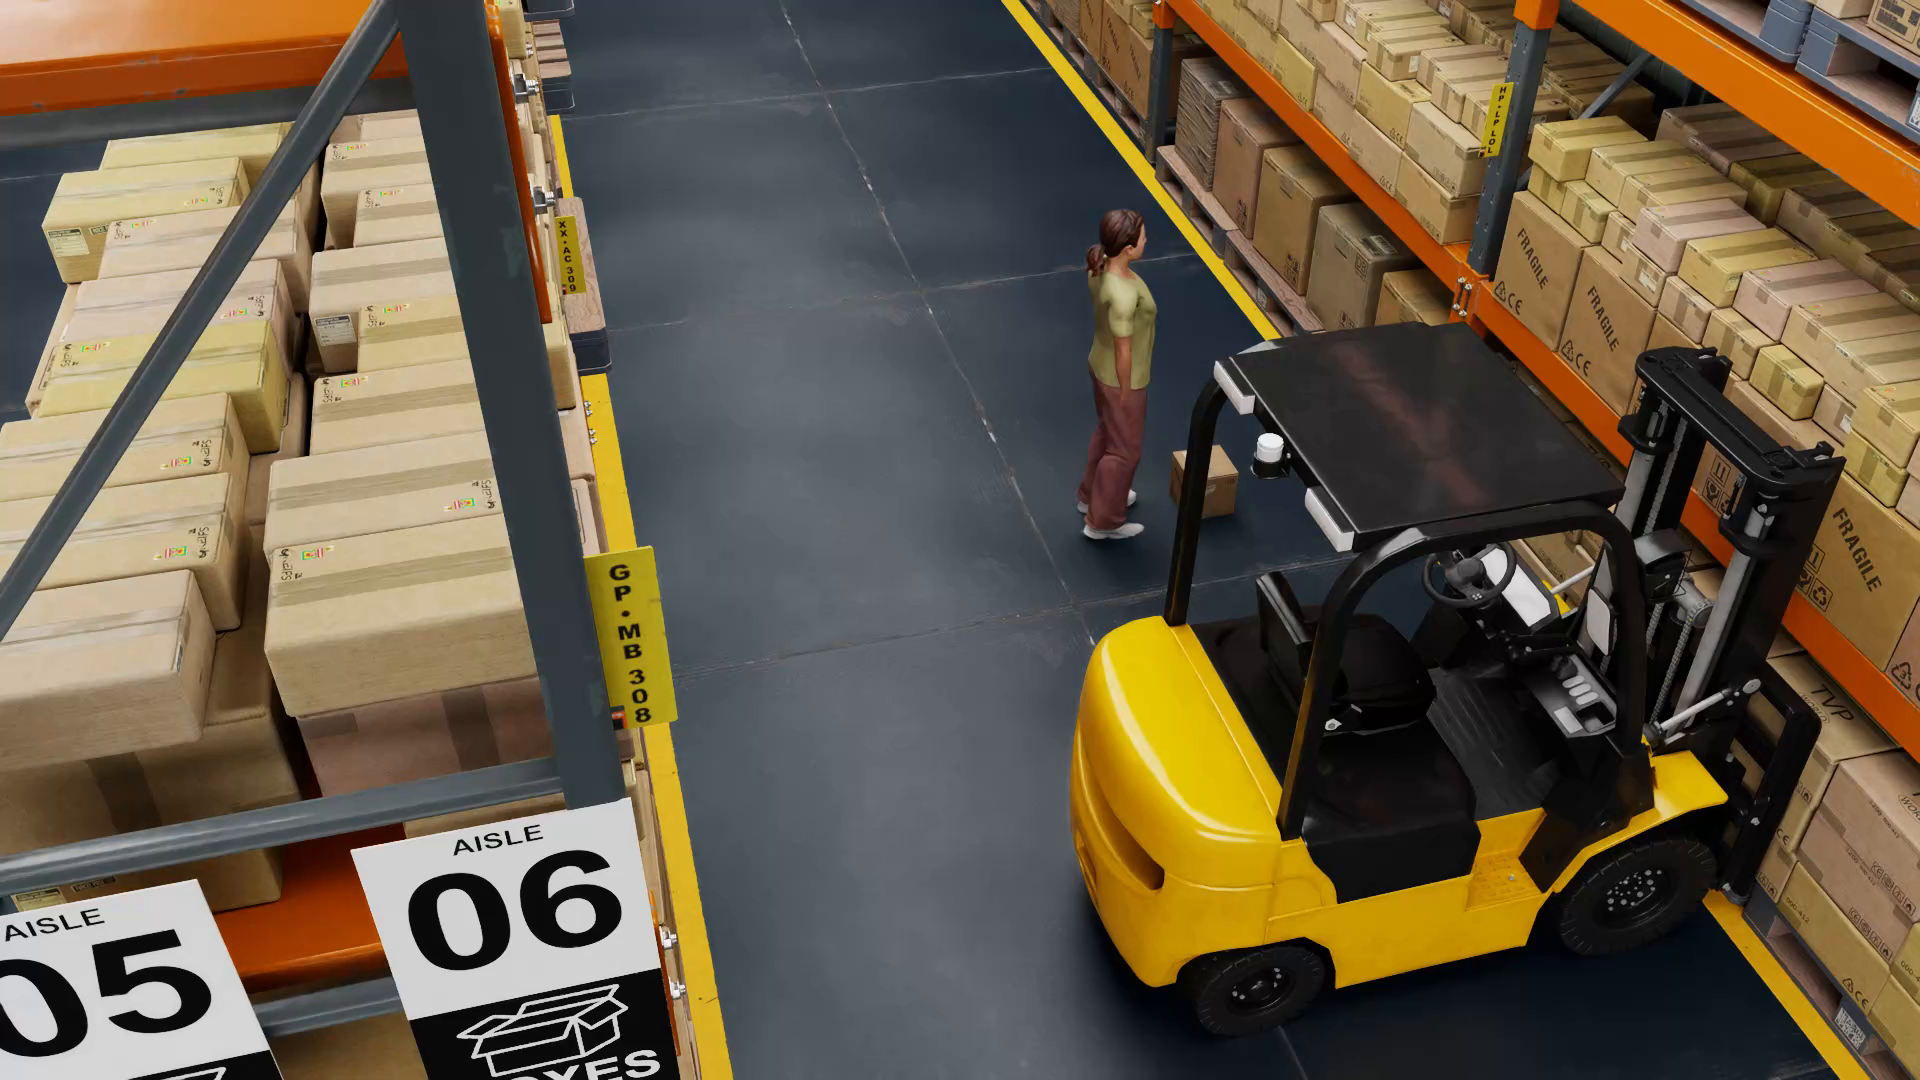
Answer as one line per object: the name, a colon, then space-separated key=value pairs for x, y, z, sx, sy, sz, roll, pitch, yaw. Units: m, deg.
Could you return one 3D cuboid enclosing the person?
person: x=0.720 y=-0.758 z=7.699 sx=0.373 sy=1.689 sz=0.443 roll=-9 pitch=39 yaw=-11
